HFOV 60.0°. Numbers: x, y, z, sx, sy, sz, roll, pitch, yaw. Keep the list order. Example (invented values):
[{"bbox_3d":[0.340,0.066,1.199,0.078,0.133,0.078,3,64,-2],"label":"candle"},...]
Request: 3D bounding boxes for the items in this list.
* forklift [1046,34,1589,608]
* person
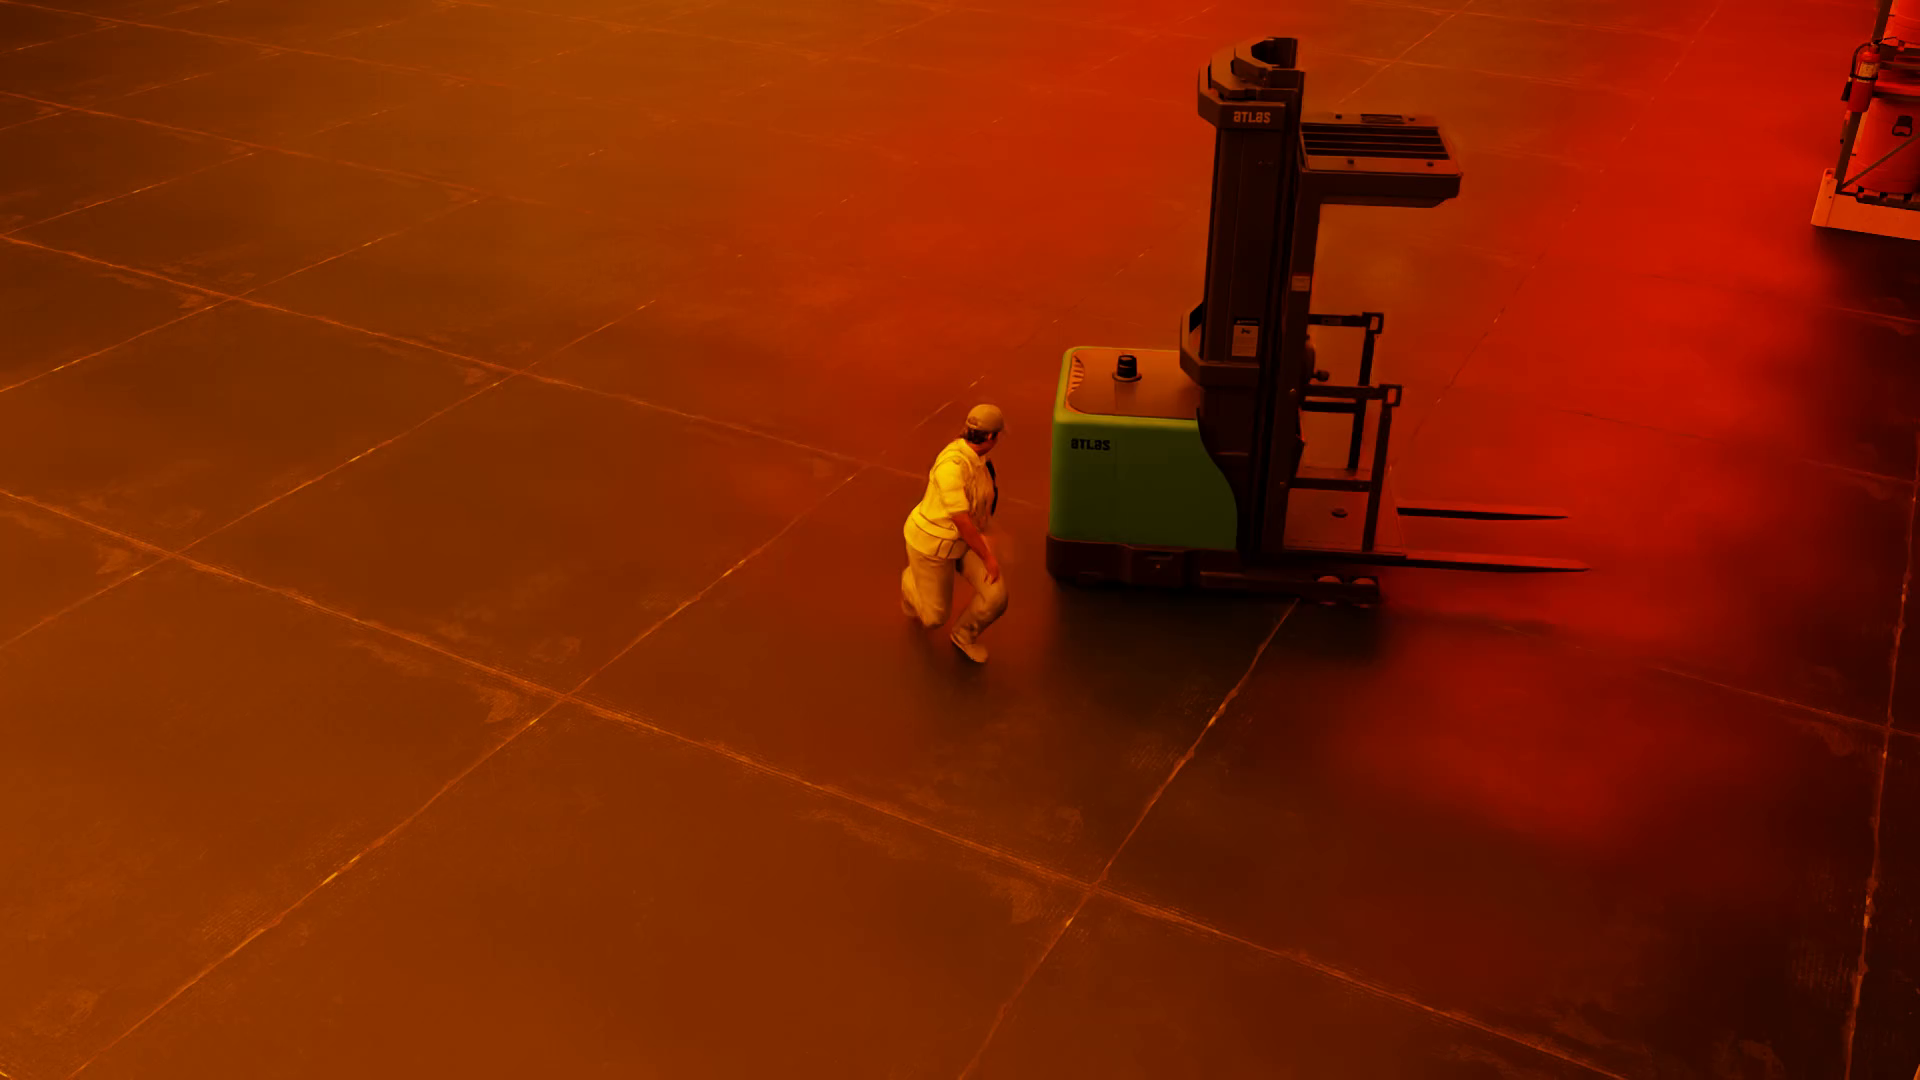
[{"bbox_3d":[2.049,-1.170,9.098,3.031,2.935,1.130,4,30,6],"label":"forklift"},{"bbox_3d":[-0.009,-0.066,8.724,0.778,1.445,0.598,25,38,36],"label":"person"}]
